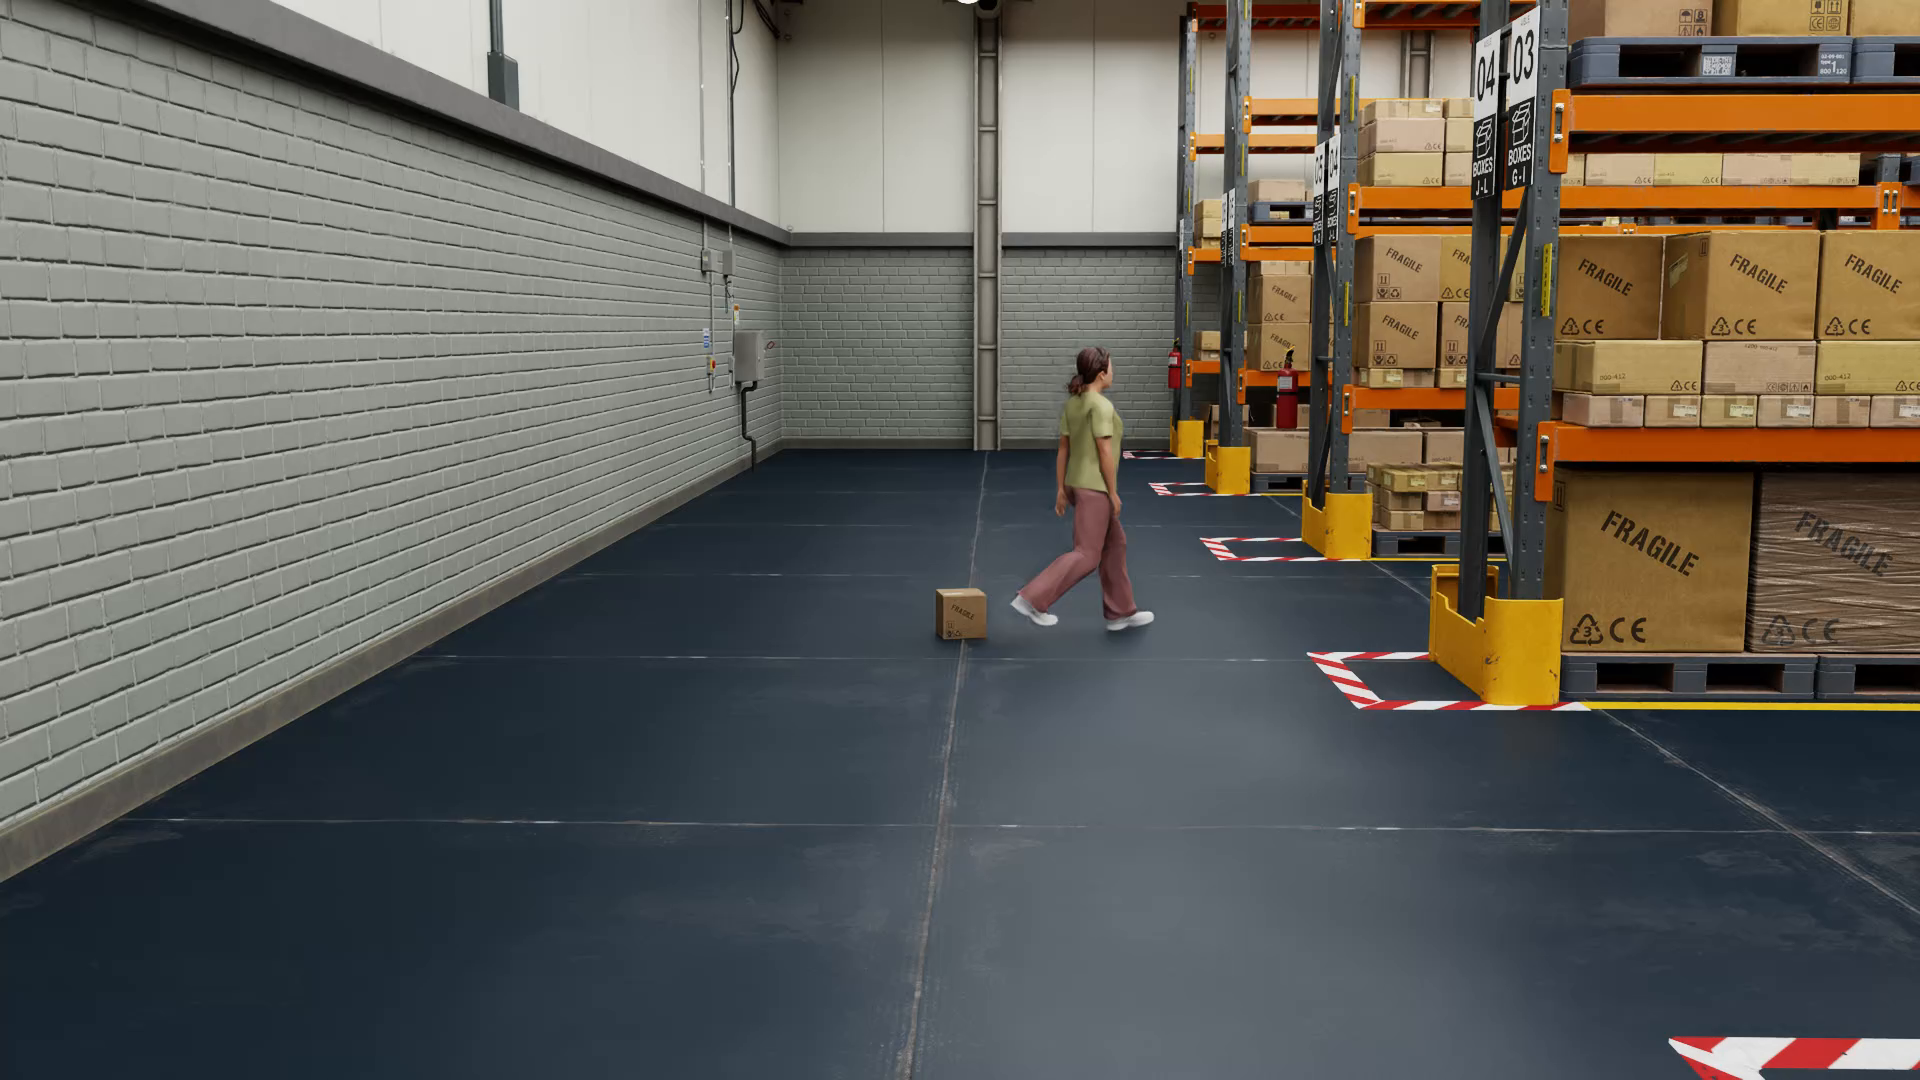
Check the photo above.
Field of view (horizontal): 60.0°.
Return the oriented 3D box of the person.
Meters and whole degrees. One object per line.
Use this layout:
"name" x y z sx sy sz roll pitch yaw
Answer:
"person" 0.707 -0.272 9.423 0.974 1.631 0.441 -3 8 -22
